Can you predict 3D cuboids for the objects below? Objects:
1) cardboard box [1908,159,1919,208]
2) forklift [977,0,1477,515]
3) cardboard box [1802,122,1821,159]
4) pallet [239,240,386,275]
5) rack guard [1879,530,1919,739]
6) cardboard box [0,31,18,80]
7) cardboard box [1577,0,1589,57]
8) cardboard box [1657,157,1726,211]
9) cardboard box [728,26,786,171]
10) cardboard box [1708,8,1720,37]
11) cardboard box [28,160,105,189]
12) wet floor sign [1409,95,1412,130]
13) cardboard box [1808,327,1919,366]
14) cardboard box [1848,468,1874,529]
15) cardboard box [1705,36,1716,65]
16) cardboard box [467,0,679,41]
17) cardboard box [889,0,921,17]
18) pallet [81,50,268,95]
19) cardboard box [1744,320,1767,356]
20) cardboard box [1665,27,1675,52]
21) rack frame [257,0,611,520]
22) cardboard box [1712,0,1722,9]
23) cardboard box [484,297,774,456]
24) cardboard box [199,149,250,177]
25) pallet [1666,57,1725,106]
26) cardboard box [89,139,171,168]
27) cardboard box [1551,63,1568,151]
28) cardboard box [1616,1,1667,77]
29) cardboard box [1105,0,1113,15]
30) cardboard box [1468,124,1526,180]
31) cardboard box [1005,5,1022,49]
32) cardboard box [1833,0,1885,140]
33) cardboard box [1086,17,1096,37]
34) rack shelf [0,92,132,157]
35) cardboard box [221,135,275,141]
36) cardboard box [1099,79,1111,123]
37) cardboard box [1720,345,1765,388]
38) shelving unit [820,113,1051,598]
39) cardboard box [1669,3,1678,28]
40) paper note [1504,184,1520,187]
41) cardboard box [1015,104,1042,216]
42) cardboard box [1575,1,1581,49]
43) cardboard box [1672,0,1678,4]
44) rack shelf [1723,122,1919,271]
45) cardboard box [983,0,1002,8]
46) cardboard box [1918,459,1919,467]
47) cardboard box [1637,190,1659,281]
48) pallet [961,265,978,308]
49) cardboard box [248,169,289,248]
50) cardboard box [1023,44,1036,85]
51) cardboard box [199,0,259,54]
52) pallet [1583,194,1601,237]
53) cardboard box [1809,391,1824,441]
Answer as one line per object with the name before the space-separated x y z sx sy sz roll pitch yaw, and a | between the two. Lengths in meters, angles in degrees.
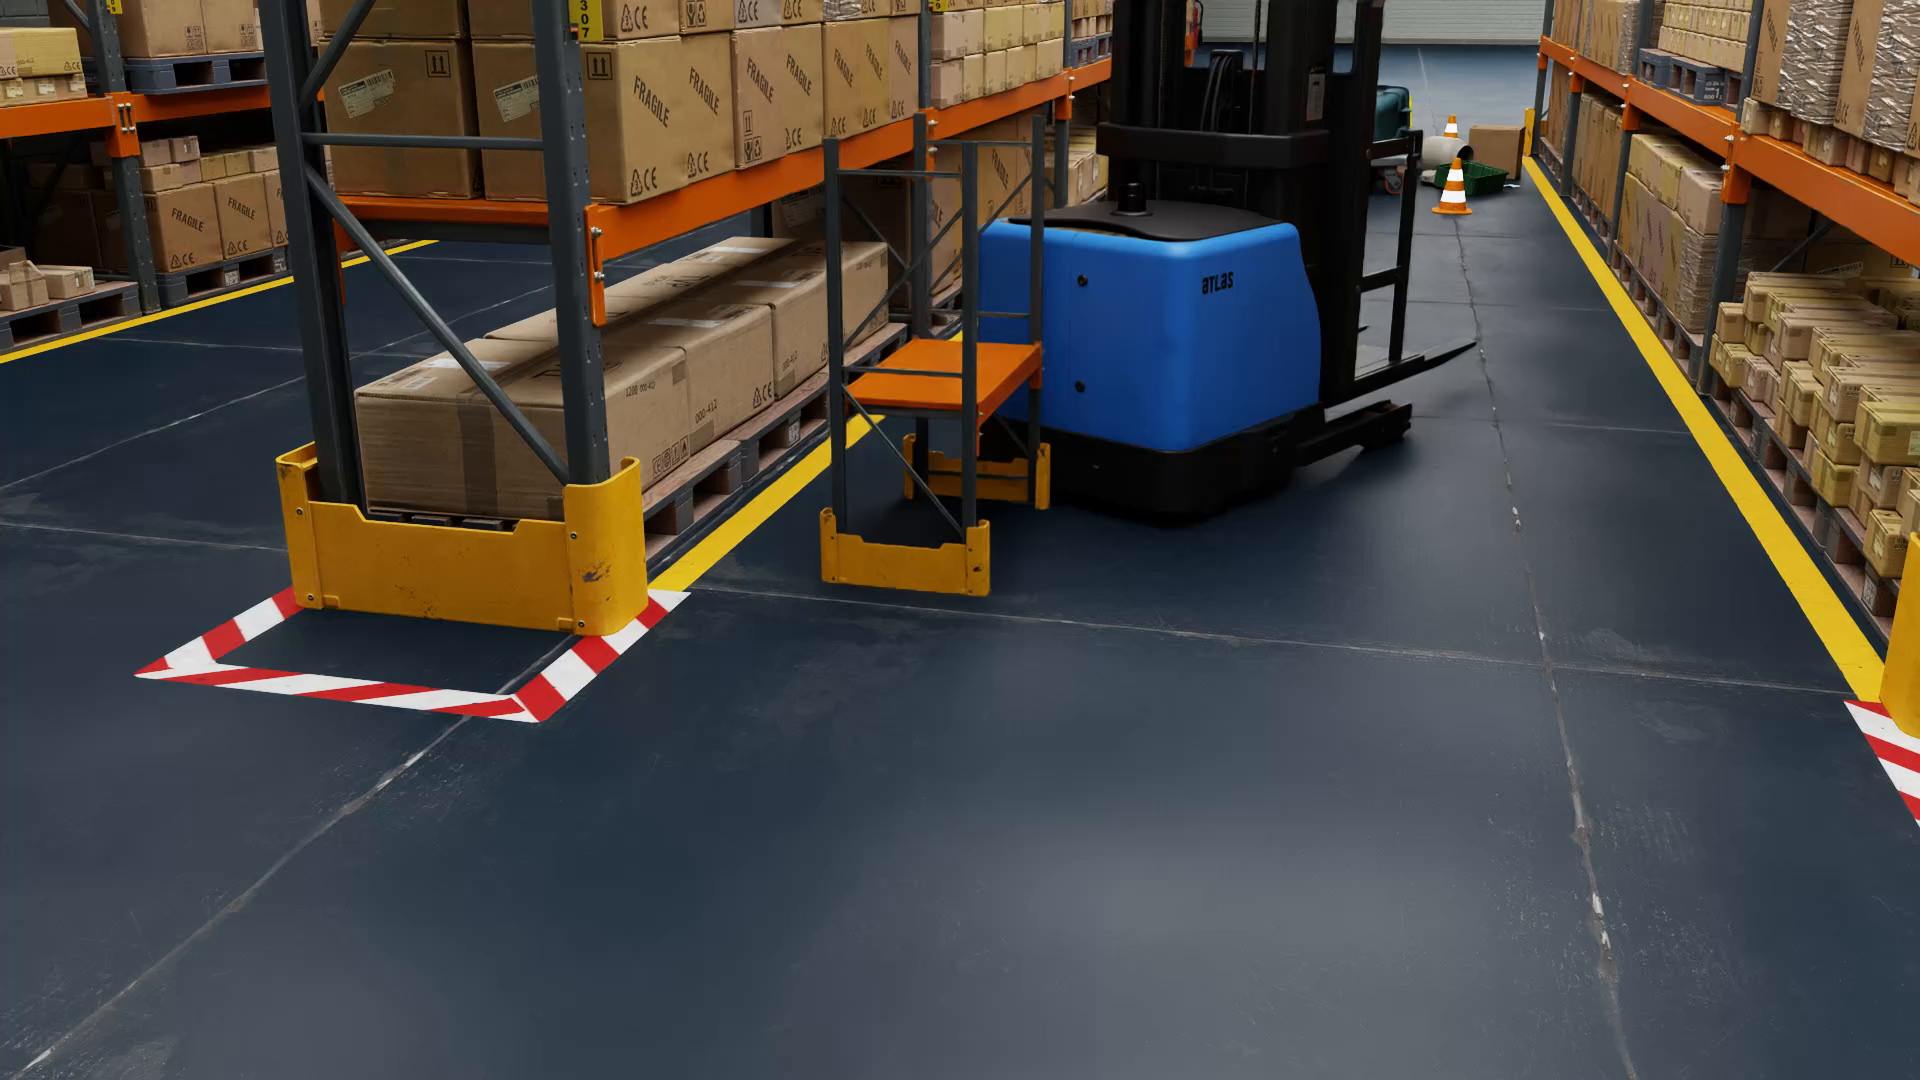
cardboard box | 3.186 -1.097 5.148 0.380 0.149 0.250 5 20 15
forklift | 1.393 -1.886 7.174 1.130 2.935 3.031 15 24 38
cardboard box | 3.585 -1.594 6.602 0.380 0.149 0.250 5 19 14
pallet | -5.006 -2.181 12.246 1.003 0.211 1.213 5 19 13
rack guard | 3.216 0.304 4.524 1.175 0.500 0.348 5 19 13
cardboard box | -5.460 -2.592 8.906 0.500 0.250 0.500 5 19 14
cardboard box | 5.740 -4.520 14.625 0.500 0.500 0.500 5 19 14
cardboard box | 4.365 -2.060 9.635 0.500 0.250 0.500 4 19 11
cardboard box | -0.994 -1.708 6.393 0.500 0.500 0.500 5 19 13
cardboard box | 4.399 -2.883 9.267 0.380 0.149 0.250 5 19 14
cardboard box | -5.654 -2.320 10.553 0.380 0.149 0.250 4 19 11
wet floor sign | 5.193 -4.921 19.597 0.267 0.644 0.232 1 19 4
cardboard box | 3.581 -0.735 6.539 0.380 0.149 0.250 4 19 11
cardboard box | 3.284 -0.129 5.686 0.380 0.149 0.250 5 19 14
cardboard box | 4.395 -2.737 9.300 0.380 0.149 0.250 6 20 16
cardboard box | -1.234 -1.863 5.299 0.500 0.500 0.500 4 19 12
cardboard box | -0.498 -2.819 8.098 0.500 0.500 0.500 4 19 13
pallet | -5.163 -3.010 10.656 1.003 0.211 1.213 5 19 13
cardboard box | 3.801 -0.924 7.554 0.380 0.149 0.250 5 19 14
cardboard box | 4.781 -3.234 10.754 0.380 0.149 0.250 6 20 16
rack frame | -1.628 -1.214 5.102 1.000 3.000 0.127 5 19 13
cardboard box | 4.402 -3.020 9.207 0.380 0.149 0.250 4 19 11
cardboard box | -1.348 -0.703 6.919 0.875 0.438 0.875 5 20 15
cardboard box | -5.021 -2.534 11.181 0.380 0.149 0.250 4 19 12
pallet | 4.708 -2.648 9.596 1.003 0.211 1.213 5 19 13
cardboard box | -5.178 -2.419 10.382 0.380 0.149 0.250 4 19 12
cardboard box | 6.792 -4.570 17.563 0.875 0.875 0.875 4 19 13
cardboard box | 5.001 -3.572 11.851 0.500 0.500 0.500 5 19 13
cardboard box | 1.035 -4.718 14.096 0.500 0.500 0.500 4 19 11
cardboard box | 5.513 -4.002 17.127 0.500 0.500 0.500 8 21 23
cardboard box | 0.101 -3.230 10.461 0.500 0.250 0.500 4 19 12
cardboard box | 3.435 -1.680 5.852 0.500 0.500 0.500 6 20 16
cardboard box | 0.887 -4.141 13.411 0.380 0.149 0.250 5 19 14
rack shelf | -5.953 -1.892 8.198 1.077 0.370 4.000 5 19 13
cardboard box | -5.181 -2.887 12.213 0.380 0.149 0.250 5 19 14
cardboard box | 1.710 -4.392 16.848 0.500 0.500 0.500 6 20 16
cardboard box | 3.709 -0.786 7.610 0.380 0.149 0.250 5 20 15
shelving unit | -0.062 -0.706 5.935 0.587 1.500 1.083 5 19 14
cardboard box | 4.775 -3.362 10.670 0.380 0.149 0.250 6 20 16
paper note | 5.415 -3.494 16.368 0.147 0.020 0.142 -9 21 -24
cardboard box | 0.078 -2.705 12.104 0.875 0.875 0.875 4 19 13
cardboard box | 6.208 -4.804 15.379 0.875 0.550 0.550 5 19 13
cardboard box | 4.788 -3.510 10.641 0.380 0.149 0.250 4 19 12
rack shelf | 3.686 -1.142 6.002 1.077 0.370 4.000 5 19 13
cardboard box | -0.042 -3.422 9.865 0.500 0.500 0.500 4 19 12
cardboard box | 3.198 -0.246 5.109 0.380 0.149 0.250 5 19 14
cardboard box | 4.491 -1.858 10.203 0.500 0.500 0.500 4 19 12
pallet | -0.239 -1.780 11.072 1.003 0.211 1.213 5 19 13
cardboard box | -4.881 -2.332 11.593 0.500 0.500 0.500 4 19 12
cardboard box | 0.207 -3.154 11.013 0.500 0.250 0.500 4 19 13
cardboard box | -5.003 -3.401 10.700 0.700 0.500 0.500 5 19 14
pallet | 5.718 -2.665 13.664 1.003 0.211 1.213 5 19 13
cardboard box | 3.369 -0.439 6.132 0.380 0.149 0.250 6 20 16
